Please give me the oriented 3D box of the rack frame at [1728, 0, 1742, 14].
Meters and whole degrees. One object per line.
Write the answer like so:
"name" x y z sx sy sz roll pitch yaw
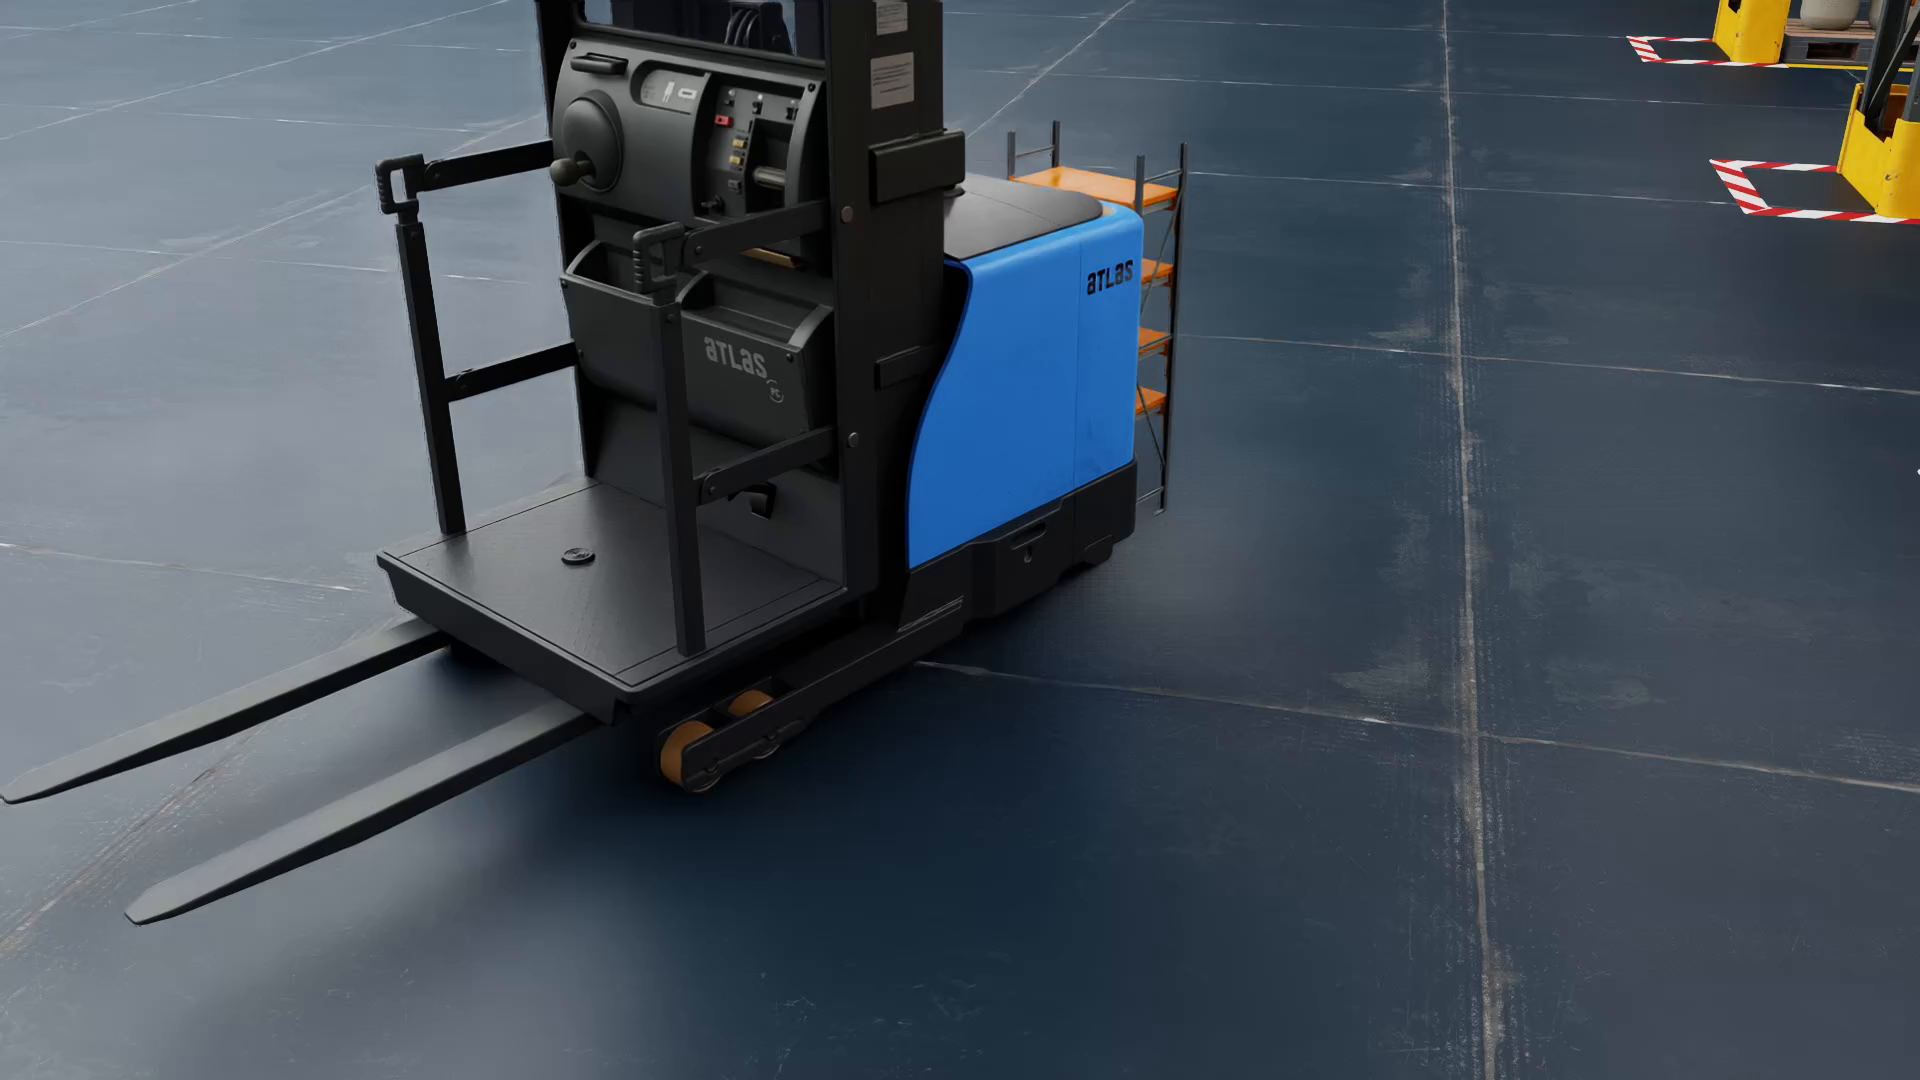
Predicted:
"rack frame" 6.377 -5.369 13.037 0.127 3.000 1.000 6 26 13

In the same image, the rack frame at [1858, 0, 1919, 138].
"rack frame" 5.144 -3.307 8.706 0.127 3.000 1.000 6 26 13

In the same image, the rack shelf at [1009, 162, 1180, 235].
"rack shelf" 0.412 -1.027 5.097 0.480 0.148 0.258 21 33 37

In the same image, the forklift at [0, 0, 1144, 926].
"forklift" -0.816 -0.966 3.870 1.130 2.935 3.031 21 33 37

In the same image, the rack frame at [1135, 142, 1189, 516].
"rack frame" 0.593 -0.602 5.118 0.015 1.200 0.240 21 33 37

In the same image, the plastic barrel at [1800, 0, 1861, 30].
"plastic barrel" 7.034 -4.396 13.400 0.421 0.512 0.421 0 25 0

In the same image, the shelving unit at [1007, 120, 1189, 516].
"shelving unit" 0.411 -0.672 5.265 0.503 1.200 0.258 21 33 37

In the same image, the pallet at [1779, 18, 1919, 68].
"pallet" 7.248 -4.032 13.473 1.213 0.211 1.003 6 26 13

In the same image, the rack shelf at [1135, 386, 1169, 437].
"rack shelf" 0.411 -0.432 5.379 0.480 0.148 0.258 21 33 37

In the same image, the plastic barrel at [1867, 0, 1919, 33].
"plastic barrel" 7.519 -4.343 13.288 0.421 0.512 0.421 0 25 0

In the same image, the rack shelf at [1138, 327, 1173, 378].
"rack shelf" 0.411 -0.611 5.294 0.480 0.148 0.258 21 33 37

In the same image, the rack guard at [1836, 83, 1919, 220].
"rack guard" 5.217 -2.170 9.226 0.348 0.500 1.175 6 26 13

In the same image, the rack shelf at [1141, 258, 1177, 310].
"rack shelf" 0.411 -0.813 5.198 0.480 0.148 0.258 21 33 37

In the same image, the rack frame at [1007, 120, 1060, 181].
"rack frame" 0.230 -0.742 5.412 0.015 1.200 0.240 21 33 37

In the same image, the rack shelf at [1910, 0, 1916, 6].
"rack shelf" 7.081 -2.768 8.411 4.000 0.370 1.077 6 26 13

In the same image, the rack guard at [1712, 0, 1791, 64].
"rack guard" 6.463 -4.252 13.598 0.348 0.500 1.175 6 26 13
